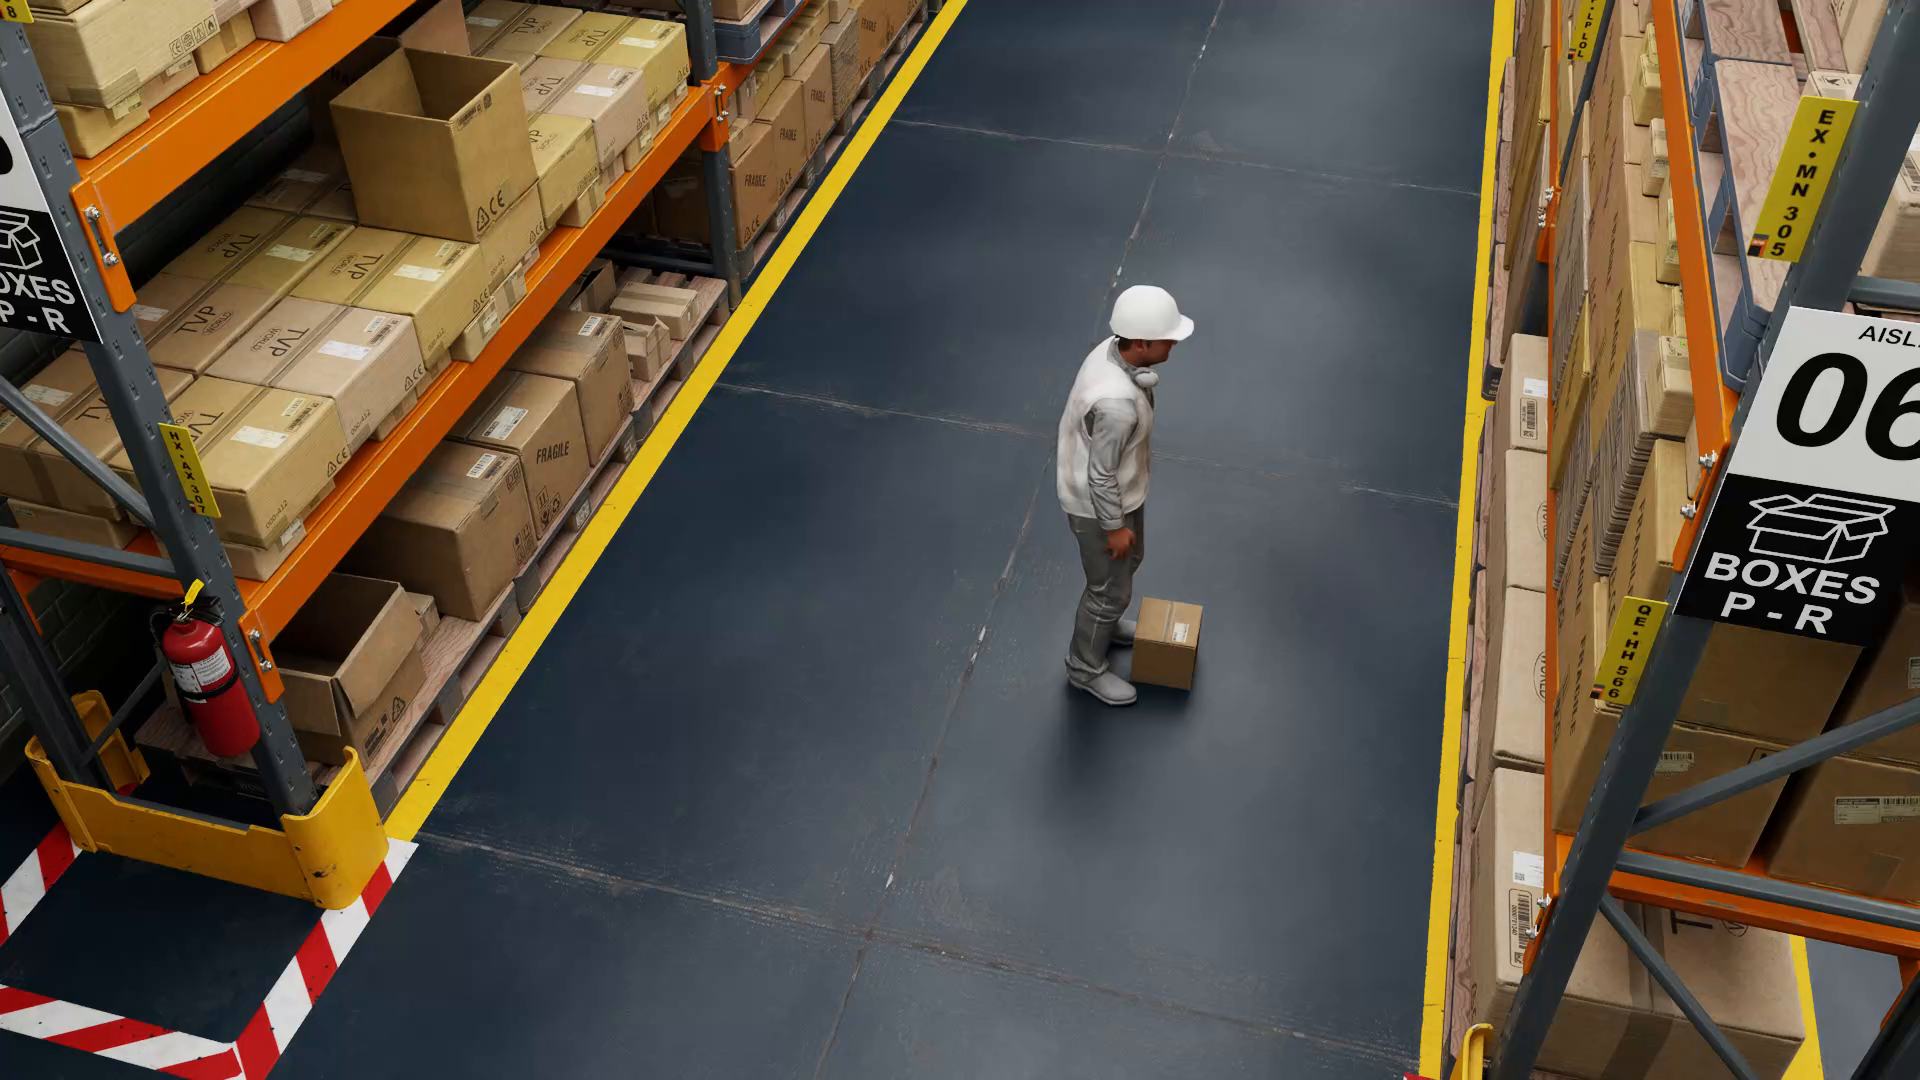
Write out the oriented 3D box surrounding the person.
[{"bbox_3d":[0.598,-0.194,6.362,0.461,1.772,0.589,9,41,10],"label":"person"}]
